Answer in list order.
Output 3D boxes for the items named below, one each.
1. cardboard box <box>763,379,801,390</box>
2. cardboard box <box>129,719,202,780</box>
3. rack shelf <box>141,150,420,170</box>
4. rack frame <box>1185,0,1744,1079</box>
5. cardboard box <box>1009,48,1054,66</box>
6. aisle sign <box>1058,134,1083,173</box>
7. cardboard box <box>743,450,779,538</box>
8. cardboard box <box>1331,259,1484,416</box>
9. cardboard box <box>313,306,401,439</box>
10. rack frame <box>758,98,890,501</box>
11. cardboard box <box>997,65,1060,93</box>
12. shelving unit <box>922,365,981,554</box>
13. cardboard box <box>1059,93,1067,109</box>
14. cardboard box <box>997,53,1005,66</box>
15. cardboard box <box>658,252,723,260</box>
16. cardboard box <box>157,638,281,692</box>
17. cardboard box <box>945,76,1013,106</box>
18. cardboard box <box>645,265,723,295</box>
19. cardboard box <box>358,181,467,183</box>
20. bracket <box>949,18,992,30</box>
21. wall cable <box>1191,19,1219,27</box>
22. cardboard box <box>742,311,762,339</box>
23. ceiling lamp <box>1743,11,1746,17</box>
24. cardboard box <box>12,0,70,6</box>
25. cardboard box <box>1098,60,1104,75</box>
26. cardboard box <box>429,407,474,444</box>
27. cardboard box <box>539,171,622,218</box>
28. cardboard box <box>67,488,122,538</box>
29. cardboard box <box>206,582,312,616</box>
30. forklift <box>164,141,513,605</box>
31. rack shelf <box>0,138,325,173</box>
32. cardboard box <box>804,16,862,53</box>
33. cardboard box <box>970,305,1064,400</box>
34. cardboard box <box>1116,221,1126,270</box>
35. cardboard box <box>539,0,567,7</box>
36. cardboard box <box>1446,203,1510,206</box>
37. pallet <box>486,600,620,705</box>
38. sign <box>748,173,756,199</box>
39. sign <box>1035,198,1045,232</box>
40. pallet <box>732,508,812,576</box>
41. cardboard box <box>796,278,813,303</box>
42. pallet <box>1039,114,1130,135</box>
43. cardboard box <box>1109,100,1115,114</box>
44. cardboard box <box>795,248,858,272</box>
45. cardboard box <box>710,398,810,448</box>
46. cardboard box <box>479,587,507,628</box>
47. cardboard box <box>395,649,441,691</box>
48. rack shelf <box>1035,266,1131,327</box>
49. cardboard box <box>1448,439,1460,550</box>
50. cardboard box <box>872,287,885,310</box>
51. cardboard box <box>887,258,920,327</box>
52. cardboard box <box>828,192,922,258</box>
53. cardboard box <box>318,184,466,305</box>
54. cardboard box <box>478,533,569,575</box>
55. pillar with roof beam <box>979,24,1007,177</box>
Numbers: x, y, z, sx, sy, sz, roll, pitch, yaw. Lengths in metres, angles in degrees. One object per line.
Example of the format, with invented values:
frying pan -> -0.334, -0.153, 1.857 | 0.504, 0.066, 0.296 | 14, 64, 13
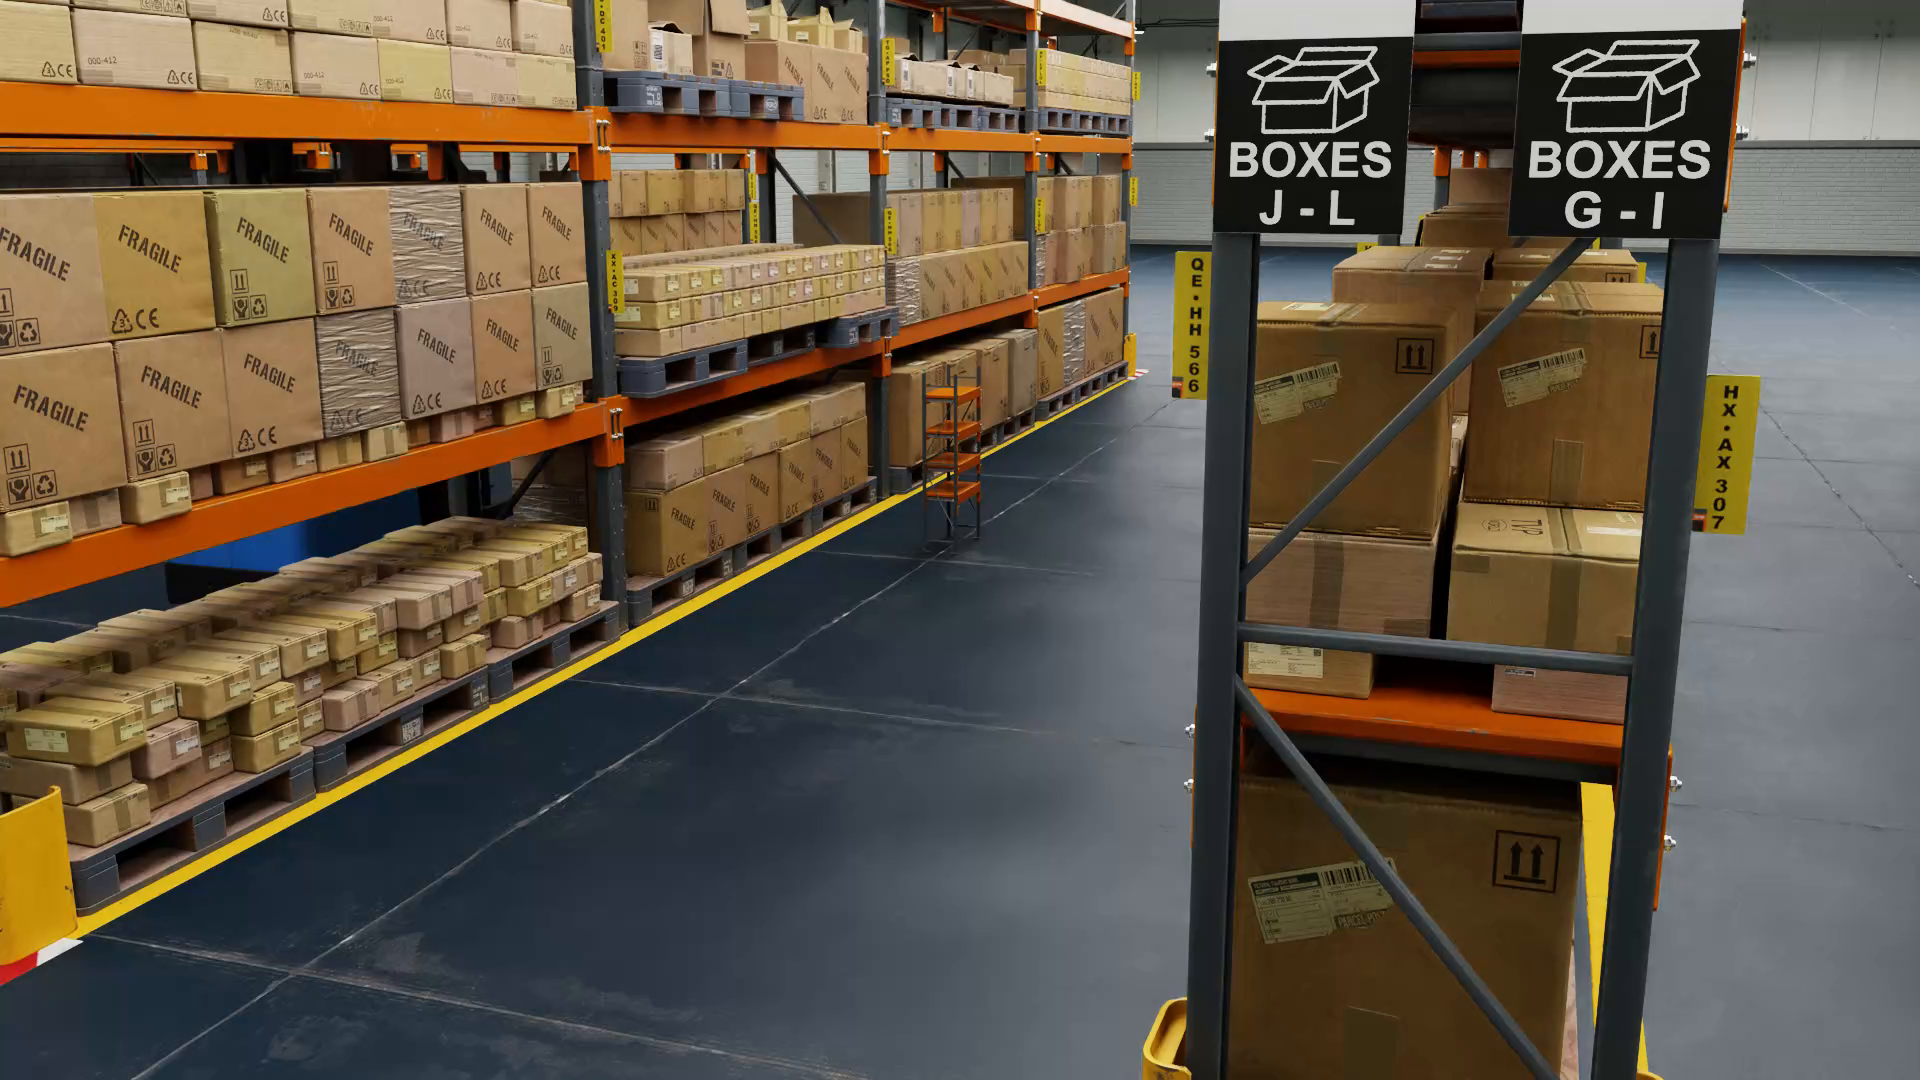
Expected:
cardboard box -> -1.491, -1.040, 12.292 | 0.500, 0.250, 0.500 | 4, 13, 16
cardboard box -> -3.073, 0.763, 6.198 | 0.380, 0.149, 0.250 | 4, 14, 18
rack shelf -> -8.512, -4.883, 21.015 | 1.077, 0.370, 4.000 | 4, 14, 18
rack frame -> 1.030, 0.247, 3.667 | 0.949, 2.616, 0.053 | 4, 14, 18
cardboard box -> 0.695, -4.693, 16.169 | 0.380, 0.149, 0.250 | 4, 14, 19
aisle sign -> 1.289, -4.804, 19.954 | 0.394, 0.787, 0.004 | 4, 14, 18
cardboard box -> -1.517, -0.319, 10.819 | 0.500, 0.500, 0.500 | 5, 14, 19
cardboard box -> 1.600, -0.737, 5.961 | 0.500, 0.500, 0.500 | 4, 13, 17
cardboard box -> -2.742, -0.725, 7.028 | 0.500, 0.500, 0.500 | 4, 13, 17
rack frame -> -1.039, -1.816, 12.703 | 1.000, 3.000, 0.127 | 4, 14, 18
cardboard box -> 0.679, -4.529, 16.348 | 0.500, 0.250, 0.500 | 4, 14, 19
shelving unit -> -0.054, -0.550, 11.202 | 0.258, 1.200, 0.503 | 4, 14, 18
cardboard box -> 0.859, -4.411, 16.727 | 0.380, 0.149, 0.250 | 4, 14, 18
cardboard box -> 0.236, -4.846, 16.843 | 0.380, 0.149, 0.250 | 4, 14, 18
cardboard box -> -1.795, -1.828, 11.040 | 0.380, 0.149, 0.250 | 5, 14, 20
cardboard box -> -2.956, 0.509, 6.643 | 0.380, 0.149, 0.250 | 4, 13, 16
cardboard box -> 0.178, -4.141, 15.316 | 0.500, 0.250, 0.500 | 5, 14, 19
cardboard box -> -1.600, -1.509, 9.642 | 0.380, 0.149, 0.250 | 4, 14, 19
cardboard box -> -2.710, -1.578, 8.519 | 0.500, 0.500, 0.500 | 5, 14, 20
bracket -> 0.132, -14.451, 46.491 | 0.076, 0.066, 4.783 | 4, 14, 18
wall cable -> 8.456, -16.625, 49.511 | 3.097, 2.526, 0.112 | 4, 14, 18
cardboard box -> -1.437, -1.323, 10.166 | 0.380, 0.149, 0.250 | 4, 13, 16
ceiling lamp -> 17.680, -14.002, 39.492 | 2.000, 3.185, 0.800 | 4, 14, 18
cardboard box -> -3.236, -1.840, 5.283 | 0.500, 0.250, 0.500 | 5, 14, 19
cardboard box -> 1.350, -5.120, 18.040 | 0.380, 0.149, 0.250 | 4, 13, 18
cardboard box -> -2.494, -0.548, 7.714 | 0.380, 0.149, 0.250 | 4, 13, 16
cardboard box -> -4.114, -3.752, 18.044 | 0.700, 0.500, 0.500 | 4, 14, 18
cardboard box -> -3.169, -0.110, 5.795 | 0.380, 0.149, 0.250 | 5, 14, 20
cardboard box -> -3.170, 0.306, 7.532 | 0.380, 0.149, 0.250 | 4, 14, 19
forklift -> -3.644, -1.282, 10.517 | 1.130, 2.935, 3.031 | 4, 13, 17
rack shelf -> -6.402, -2.842, 12.073 | 1.077, 0.370, 4.000 | 4, 14, 18
cardboard box -> -0.924, -3.596, 11.818 | 0.396, 0.266, 0.258 | 4, 14, 18
cardboard box -> 0.525, -1.954, 17.141 | 0.875, 0.875, 0.875 | 5, 14, 19
cardboard box -> 1.472, -3.492, 19.710 | 0.875, 0.550, 0.550 | 4, 14, 18
cardboard box -> -2.175, -2.716, 8.221 | 0.380, 0.149, 0.250 | 4, 13, 16
cardboard box -> 3.370, -1.823, 10.253 | 0.797, 0.503, 0.637 | 5, 14, 20
pallet -> -2.517, 0.530, 8.693 | 1.003, 0.211, 1.213 | 4, 14, 18
sign -> -2.648, -4.510, 21.194 | 0.100, 0.325, 0.005 | 4, 14, 18
sign -> 0.772, -3.147, 16.111 | 0.100, 0.325, 0.005 | 4, 14, 18
pallet -> -1.690, -0.036, 11.172 | 1.003, 0.211, 1.213 | 4, 14, 18
cardboard box -> -1.183, -1.635, 10.862 | 0.380, 0.149, 0.250 | 5, 14, 20
pallet -> 1.319, -4.763, 19.072 | 1.003, 0.211, 1.213 | 4, 14, 18
cardboard box -> 1.516, -4.839, 18.604 | 0.380, 0.149, 0.250 | 4, 14, 19
cardboard box -> -0.932, -1.944, 11.549 | 0.380, 0.149, 0.250 | 5, 14, 20
cardboard box -> -1.344, -0.792, 11.205 | 0.500, 0.250, 0.500 | 5, 14, 20
cardboard box -> -2.454, 0.317, 8.153 | 0.380, 0.149, 0.250 | 4, 14, 19
cardboard box -> -2.620, 0.586, 7.641 | 0.380, 0.149, 0.250 | 5, 14, 19
rack shelf -> 0.902, -2.729, 18.318 | 1.077, 0.370, 4.000 | 4, 14, 18
cardboard box -> 1.268, -0.160, 5.117 | 0.500, 0.250, 0.500 | 4, 13, 16
cardboard box -> -0.764, -1.761, 12.085 | 0.380, 0.149, 0.250 | 5, 14, 19
cardboard box -> -0.638, -1.940, 13.021 | 0.500, 0.500, 0.500 | 5, 14, 19
cardboard box -> -0.722, -2.553, 13.459 | 0.700, 0.500, 0.500 | 4, 13, 18
cardboard box -> -2.570, -1.321, 7.393 | 0.500, 0.500, 0.500 | 5, 14, 20
cardboard box -> -2.247, 0.072, 8.559 | 0.380, 0.149, 0.250 | 5, 14, 19
pillar with roof beam -> 4.837, -13.042, 48.405 | 9.100, 9.000, 0.548 | 4, 14, 18
